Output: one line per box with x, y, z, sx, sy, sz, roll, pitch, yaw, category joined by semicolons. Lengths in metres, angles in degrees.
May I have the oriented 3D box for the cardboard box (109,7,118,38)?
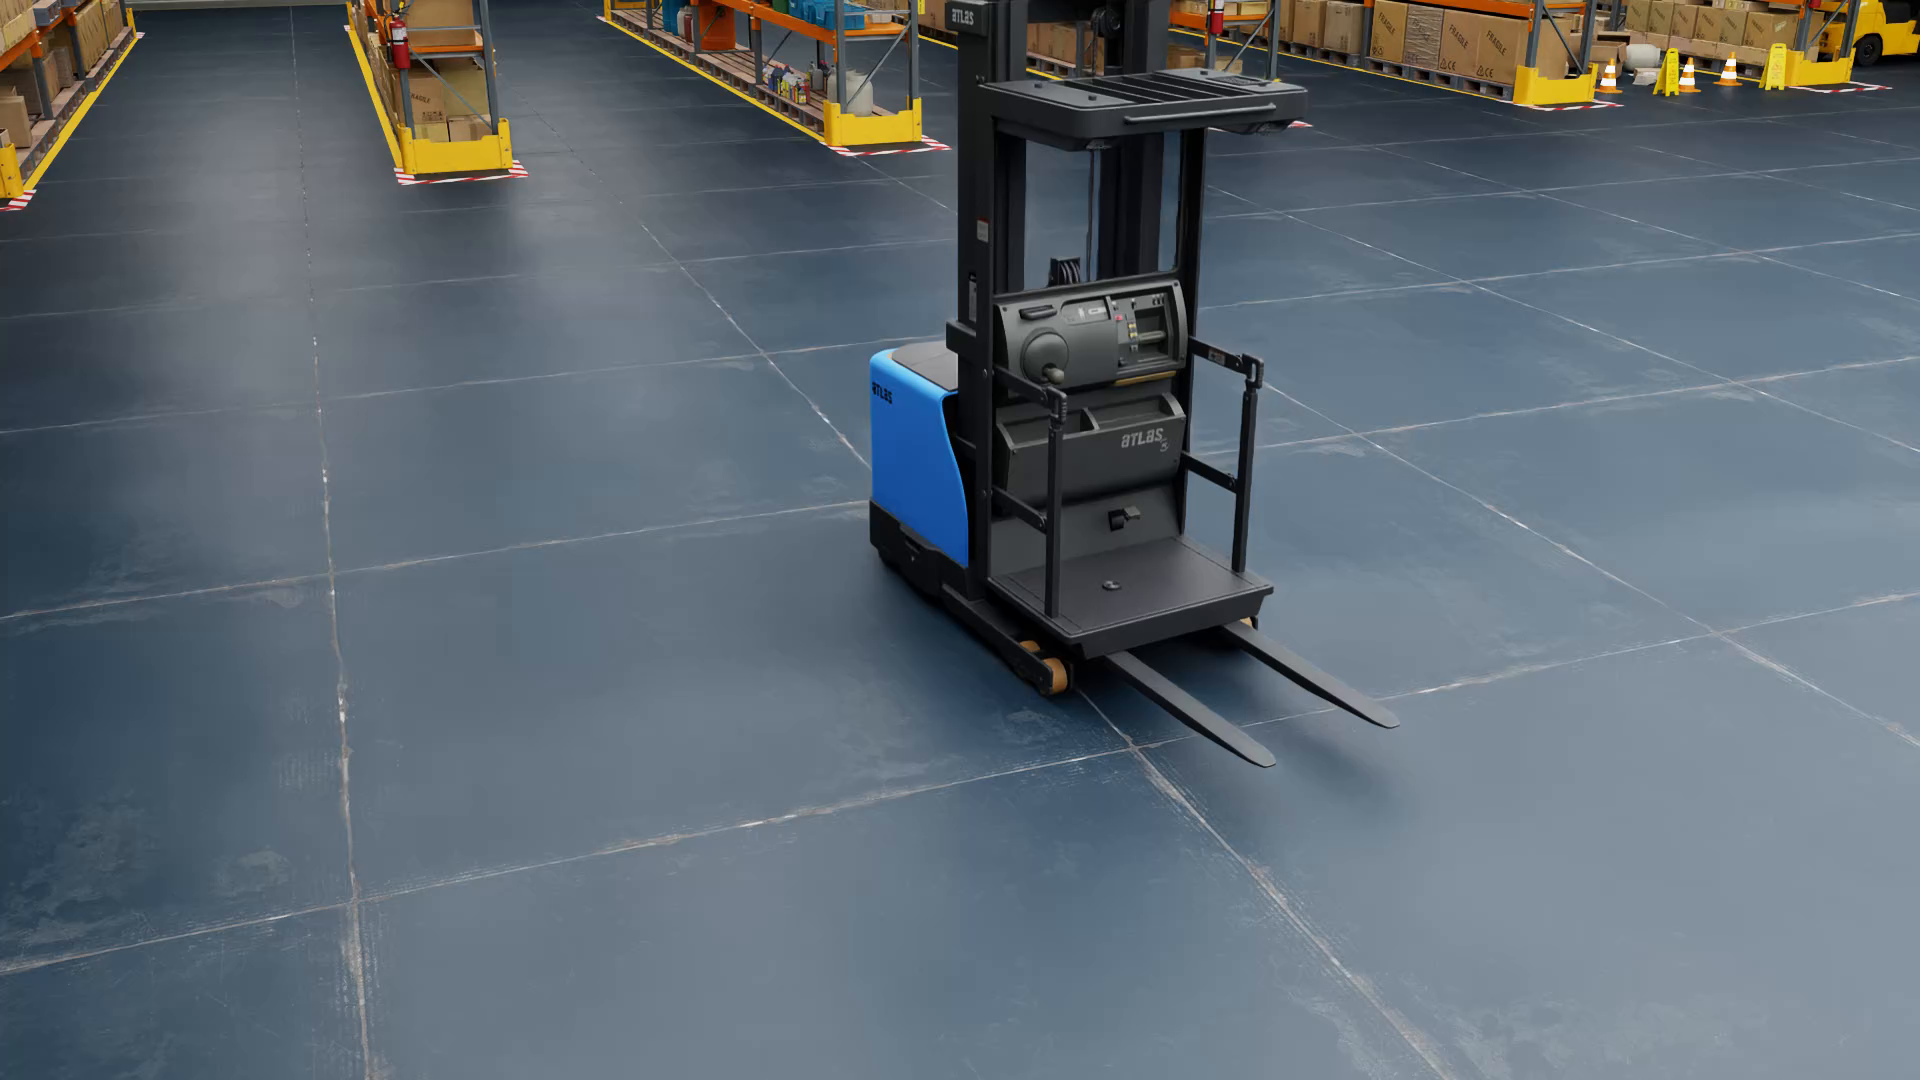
-15.017;-8.924;28.739;0.700;0.500;0.500;-8;24;-18;cardboard box

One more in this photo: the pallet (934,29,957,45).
0.185;-9.267;30.465;1.003;0.211;1.213;-8;24;-19;pallet

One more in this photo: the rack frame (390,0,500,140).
-5.623;-5.548;18.051;1.000;3.000;0.127;-8;24;-19;rack frame

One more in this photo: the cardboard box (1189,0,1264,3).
3.477;-7.293;21.678;0.875;0.500;0.500;-8;24;-19;cardboard box

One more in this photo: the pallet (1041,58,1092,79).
1.956;-7.357;25.933;1.003;0.211;1.213;-8;24;-19;pallet

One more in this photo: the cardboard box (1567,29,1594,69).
9.590;-7.807;26.451;0.797;0.637;0.503;-8;24;-19;cardboard box

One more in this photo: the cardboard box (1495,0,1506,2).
7.934;-7.944;23.543;0.875;0.550;0.550;-8;24;-19;cardboard box

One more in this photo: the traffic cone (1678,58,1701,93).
10.640;-6.800;24.287;0.336;0.463;0.334;-8;24;-19;traffic cone

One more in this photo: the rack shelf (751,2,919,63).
-1.694;-6.621;21.524;1.077;0.370;4.000;-8;24;-19;rack shelf

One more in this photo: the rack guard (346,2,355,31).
-11.248;-10.182;32.264;1.175;0.500;0.348;-8;24;-19;rack guard

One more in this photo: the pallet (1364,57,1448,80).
7.104;-7.431;26.109;1.003;0.211;1.213;-8;24;-19;pallet

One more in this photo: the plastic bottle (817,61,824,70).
-1.904;-6.467;23.076;0.144;0.351;0.185;-9;24;-20;plastic bottle

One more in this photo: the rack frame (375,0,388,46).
-7.036;-7.001;21.499;1.000;3.000;0.127;-8;24;-19;rack frame

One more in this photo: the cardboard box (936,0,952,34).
0.288;-9.606;29.873;1.225;0.875;0.875;-8;24;-19;cardboard box

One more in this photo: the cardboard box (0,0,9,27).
-10.485;-5.737;17.701;0.500;0.500;0.500;-9;25;-21;cardboard box

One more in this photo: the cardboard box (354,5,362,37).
-10.329;-9.127;29.195;0.500;0.500;0.500;-8;24;-19;cardboard box

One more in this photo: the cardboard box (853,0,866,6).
-1.705;-11.712;34.871;0.875;0.875;0.875;-8;24;-19;cardboard box

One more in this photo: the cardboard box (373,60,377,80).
-8.171;-6.780;23.974;0.500;0.250;0.500;-9;24;-20;cardboard box

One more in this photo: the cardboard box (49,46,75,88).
-12.779;-6.570;23.128;0.700;0.500;0.500;-8;24;-18;cardboard box

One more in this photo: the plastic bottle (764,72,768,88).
-2.662;-6.380;23.061;0.097;0.201;0.097;0;23;0;plastic bottle

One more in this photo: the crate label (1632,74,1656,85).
10.304;-6.927;25.008;0.298;0.136;0.250;18;29;36;crate label

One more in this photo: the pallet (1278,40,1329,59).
6.131;-8.432;28.484;1.003;0.211;1.213;-8;24;-19;pallet

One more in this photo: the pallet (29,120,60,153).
-11.399;-4.796;19.858;1.003;0.211;1.213;-8;24;-19;pallet

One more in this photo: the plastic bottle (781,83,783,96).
-2.359;-6.068;22.321;0.097;0.201;0.097;0;23;0;plastic bottle

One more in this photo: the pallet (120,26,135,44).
-15.553;-9.116;30.106;1.003;0.211;1.213;-8;24;-19;pallet

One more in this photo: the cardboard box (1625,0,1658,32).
11.460;-8.739;27.657;0.500;0.500;0.500;-7;24;-16;cardboard box

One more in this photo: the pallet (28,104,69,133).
-11.945;-5.318;21.096;1.003;0.211;1.213;-8;24;-19;pallet

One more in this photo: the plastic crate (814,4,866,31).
-1.444;-6.298;20.023;0.499;0.251;0.616;-8;24;-19;plastic crate

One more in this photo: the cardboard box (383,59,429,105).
-6.633;-5.517;20.012;0.500;0.500;0.500;-8;24;-19;cardboard box

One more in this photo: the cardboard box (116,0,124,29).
-15.567;-9.482;30.061;0.700;0.500;0.500;-8;24;-19;cardboard box

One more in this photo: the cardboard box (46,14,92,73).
-13.219;-7.262;24.344;0.750;0.750;0.750;-9;24;-20;cardboard box

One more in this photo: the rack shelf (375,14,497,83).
-6.329;-5.943;19.915;1.077;0.370;4.000;-8;24;-19;rack shelf

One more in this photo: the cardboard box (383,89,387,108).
-7.156;-5.718;21.453;0.500;0.250;0.500;-8;24;-19;cardboard box

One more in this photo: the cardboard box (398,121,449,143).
-6.089;-4.629;18.869;0.500;0.250;0.500;-8;24;-19;cardboard box

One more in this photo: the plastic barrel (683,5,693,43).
-4.402;-8.801;28.333;0.600;0.588;0.708;-8;24;-19;plastic barrel

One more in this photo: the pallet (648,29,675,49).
-4.993;-9.015;29.868;1.003;0.211;1.213;-8;24;-19;pallet

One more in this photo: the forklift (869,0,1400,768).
0.692;-0.879;7.062;1.130;2.935;3.031;-12;26;-26;forklift

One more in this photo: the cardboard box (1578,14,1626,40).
11.316;-8.892;28.827;0.950;0.372;0.625;-8;24;-18;cardboard box

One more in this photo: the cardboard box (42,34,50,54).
-12.636;-6.700;22.471;0.500;0.250;0.500;-8;24;-18;cardboard box

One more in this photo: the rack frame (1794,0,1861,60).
12.917;-8.265;24.498;1.000;3.000;0.127;-8;24;-19;rack frame

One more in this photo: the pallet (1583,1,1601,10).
13.643;-11.733;36.315;1.003;0.211;1.213;-8;24;-19;pallet

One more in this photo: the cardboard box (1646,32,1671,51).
11.659;-8.201;27.346;0.500;0.250;0.500;-7;24;-16;cardboard box

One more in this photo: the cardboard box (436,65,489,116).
-5.783;-5.227;19.323;0.500;0.500;0.500;-8;24;-19;cardboard box

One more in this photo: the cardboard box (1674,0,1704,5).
11.729;-8.701;26.730;0.380;0.149;0.250;-7;24;-16;cardboard box

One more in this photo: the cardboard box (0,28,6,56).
-10.328;-5.215;17.427;0.500;0.250;0.500;-9;25;-21;cardboard box

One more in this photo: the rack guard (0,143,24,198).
-10.283;-3.743;16.986;1.175;0.500;0.348;-8;24;-19;rack guard

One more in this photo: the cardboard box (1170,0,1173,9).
3.004;-7.229;22.364;0.380;0.149;0.250;-8;24;-19;cardboard box

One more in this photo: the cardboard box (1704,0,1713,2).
12.145;-8.628;27.393;0.500;0.500;0.500;-8;24;-18;cardboard box

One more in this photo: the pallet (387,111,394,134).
-6.794;-5.422;21.342;1.003;0.211;1.213;-8;24;-19;pallet

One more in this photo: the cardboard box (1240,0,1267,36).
5.627;-9.380;29.498;1.050;0.750;0.750;-9;24;-20;cardboard box

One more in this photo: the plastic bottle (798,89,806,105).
-2.047;-5.747;21.559;0.097;0.201;0.097;0;23;0;plastic bottle

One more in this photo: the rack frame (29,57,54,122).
-11.669;-6.320;19.883;1.000;3.000;0.127;-8;24;-19;rack frame

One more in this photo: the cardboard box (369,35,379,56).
-8.345;-7.219;24.294;0.500;0.311;0.500;-9;24;-20;cardboard box

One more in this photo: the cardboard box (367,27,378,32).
-8.999;-7.813;26.077;0.500;0.500;0.500;-7;24;-17;cardboard box
